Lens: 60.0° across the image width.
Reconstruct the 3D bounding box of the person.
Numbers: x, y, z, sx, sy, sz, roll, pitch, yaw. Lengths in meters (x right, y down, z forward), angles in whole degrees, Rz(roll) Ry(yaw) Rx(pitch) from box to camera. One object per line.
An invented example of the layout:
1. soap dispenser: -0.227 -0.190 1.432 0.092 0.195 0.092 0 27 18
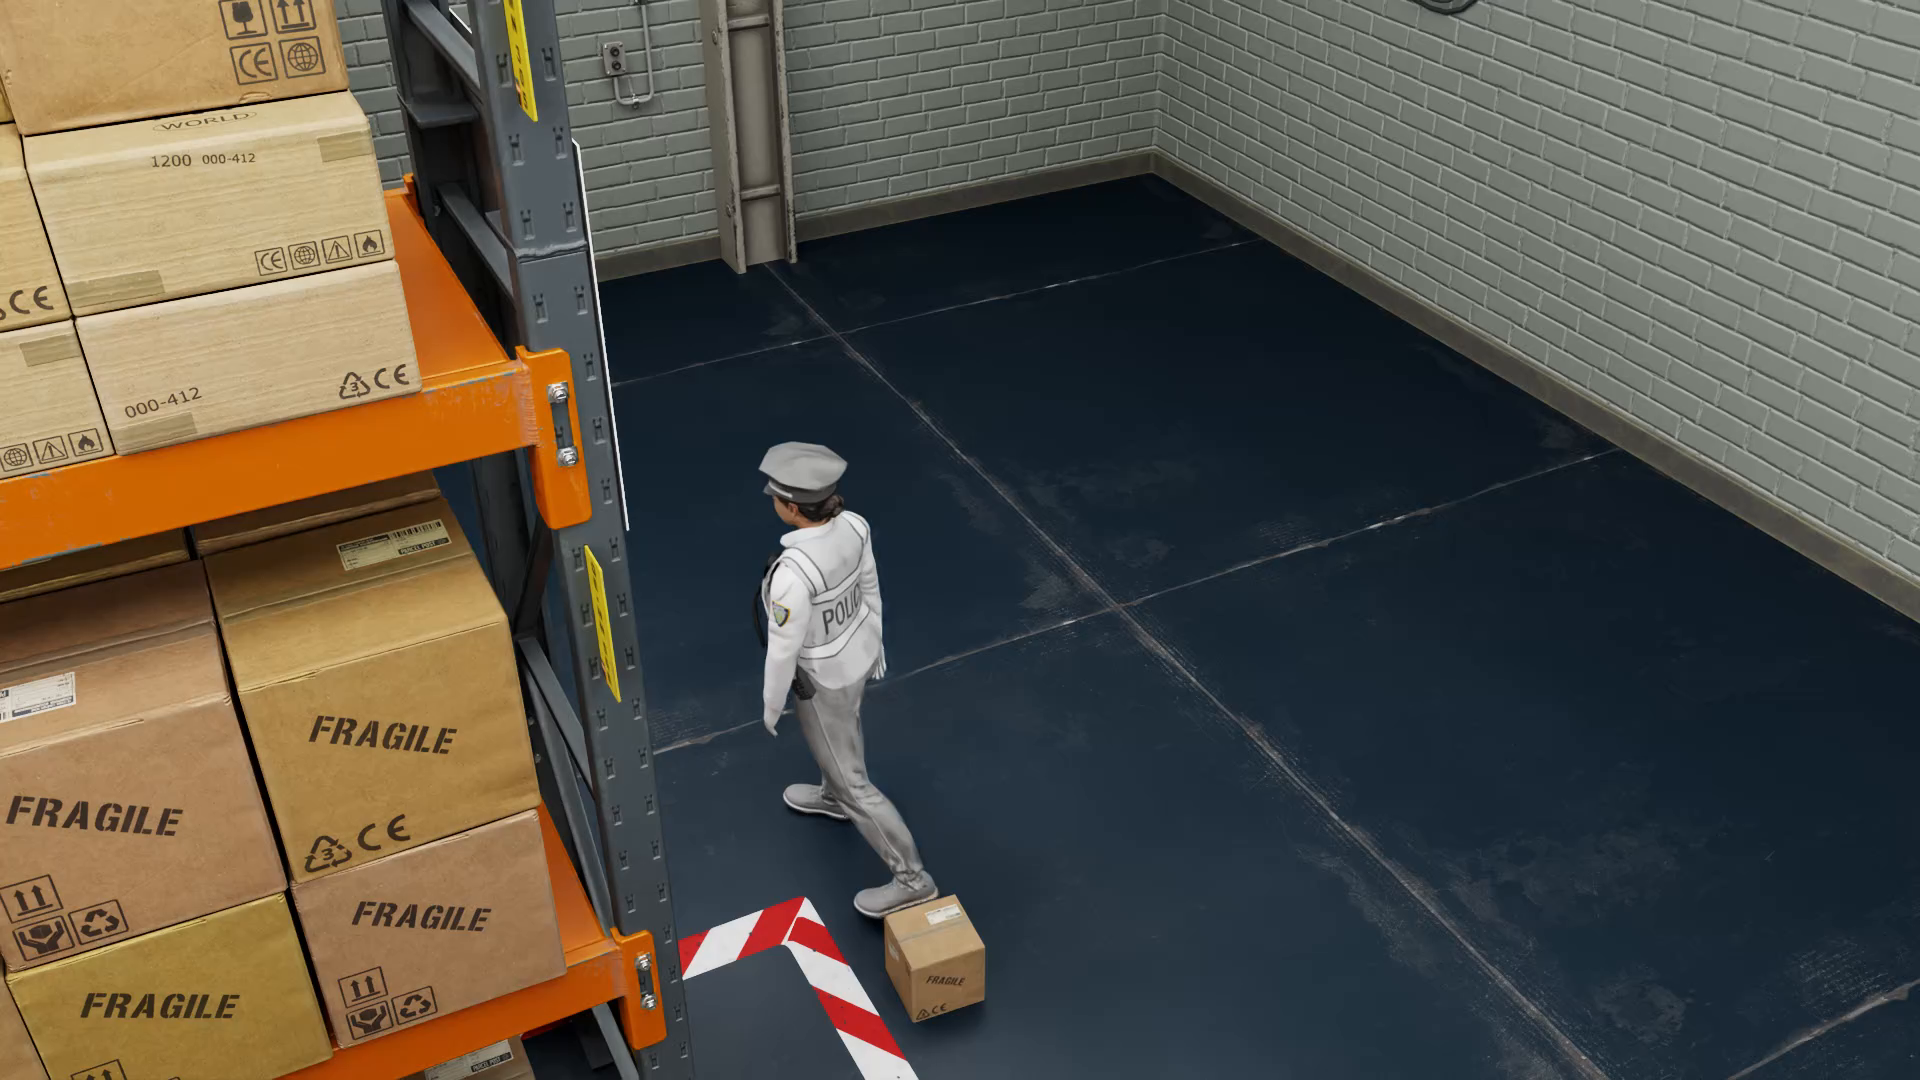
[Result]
1. person: -0.374 0.449 5.470 0.759 1.624 0.549 14 36 20
